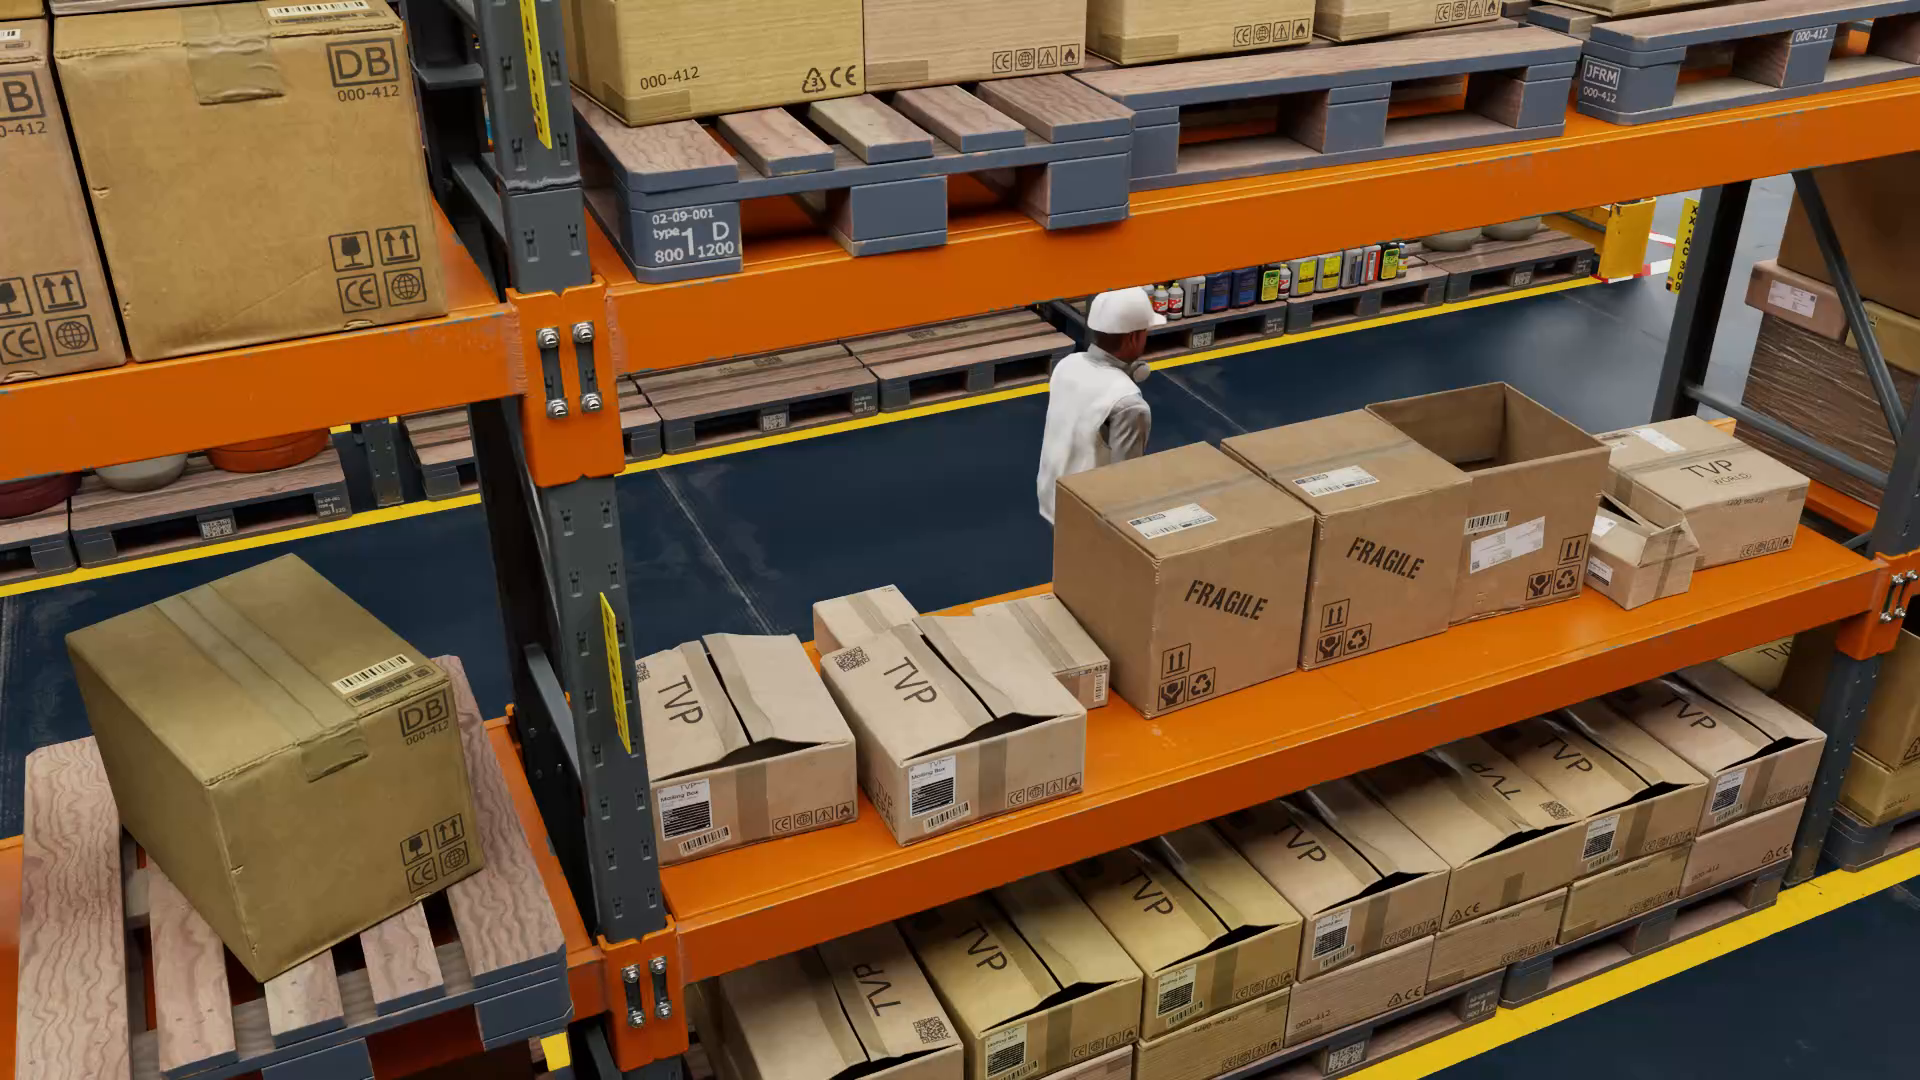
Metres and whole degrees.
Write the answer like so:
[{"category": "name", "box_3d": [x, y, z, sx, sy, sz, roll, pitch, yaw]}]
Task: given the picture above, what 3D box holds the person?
[{"category": "person", "box_3d": [0.535, -0.113, 6.303, 0.462, 1.770, 0.579, -14, 32, -23]}]
